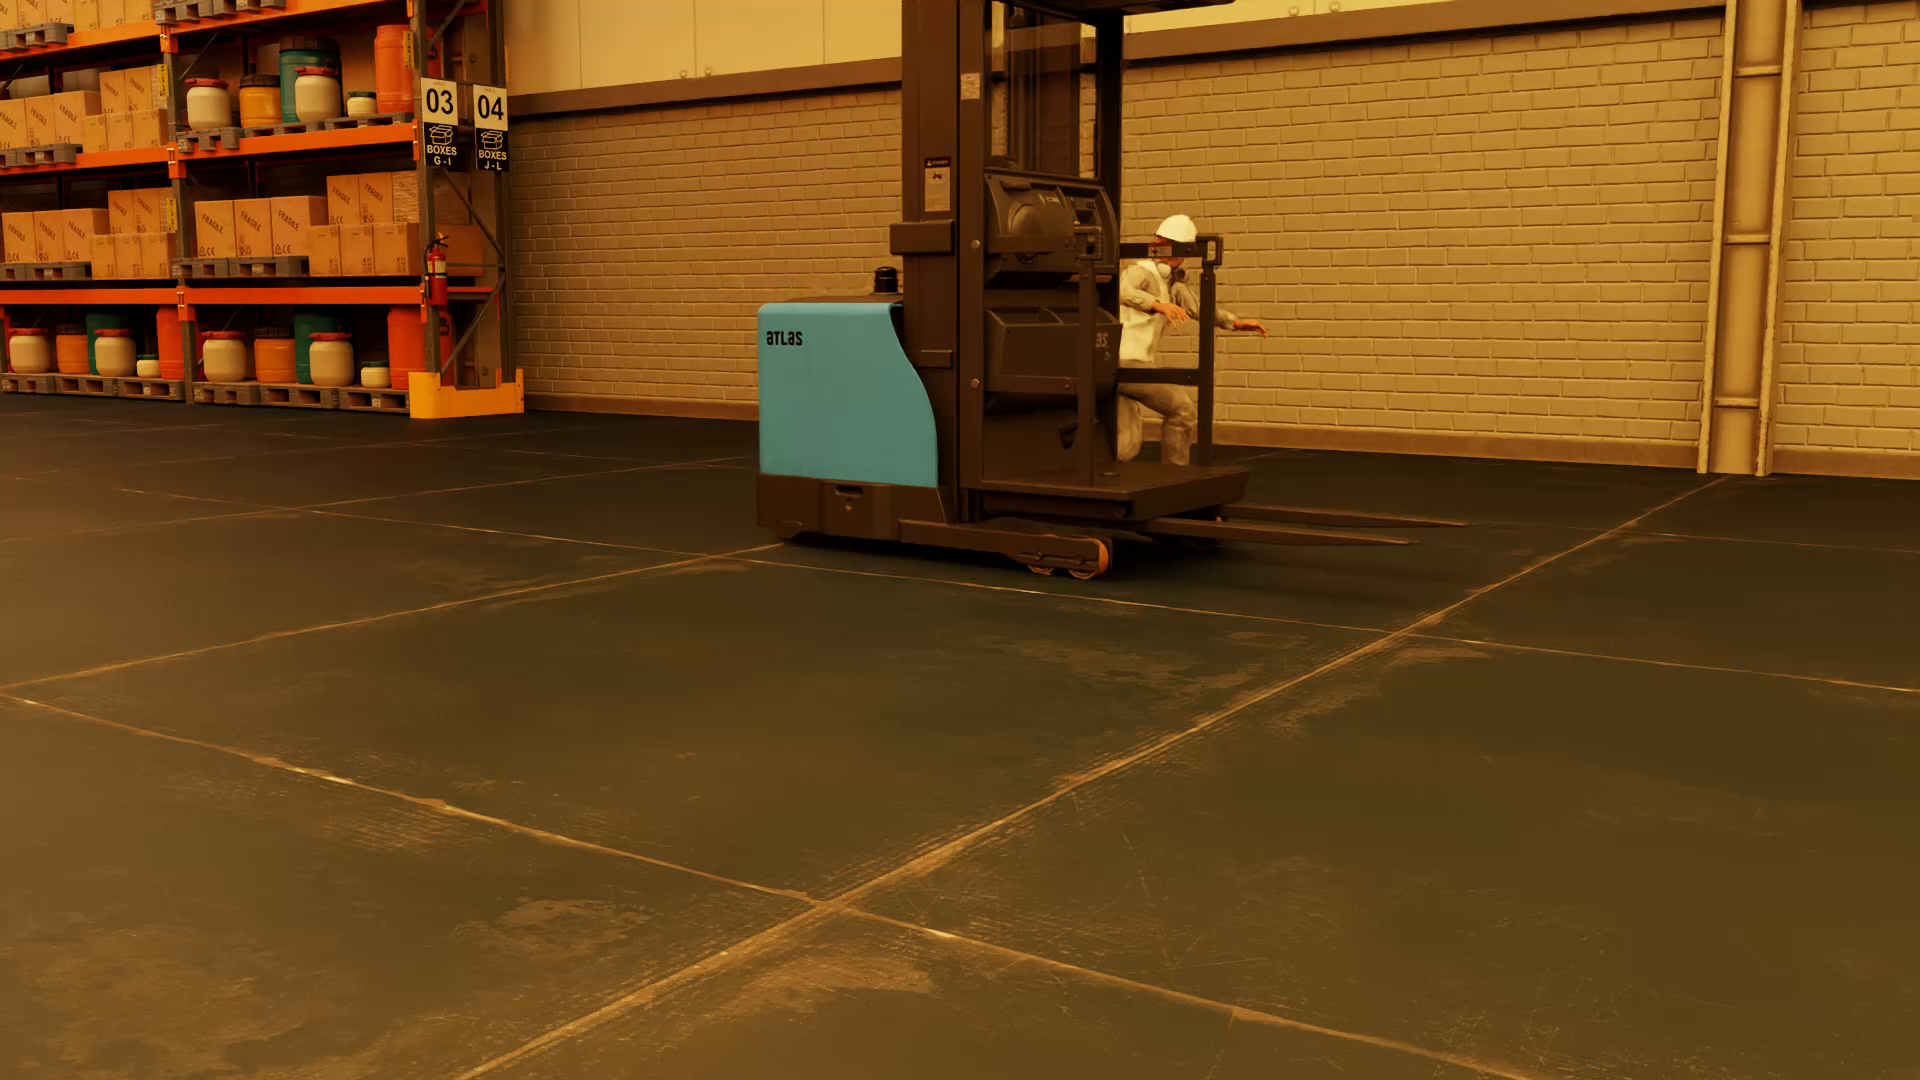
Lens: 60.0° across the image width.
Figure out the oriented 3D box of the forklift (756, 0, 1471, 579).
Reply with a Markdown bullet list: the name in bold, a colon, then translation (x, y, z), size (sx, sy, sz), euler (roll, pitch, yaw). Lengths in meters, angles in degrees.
- **forklift**: translation (0.567, -1.381, 6.905), size (3.031, 2.935, 1.130), euler (6, 10, 36)

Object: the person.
- **person**: translation (1.126, -0.928, 8.752), size (1.069, 1.559, 0.909), euler (-1, 8, -5)
